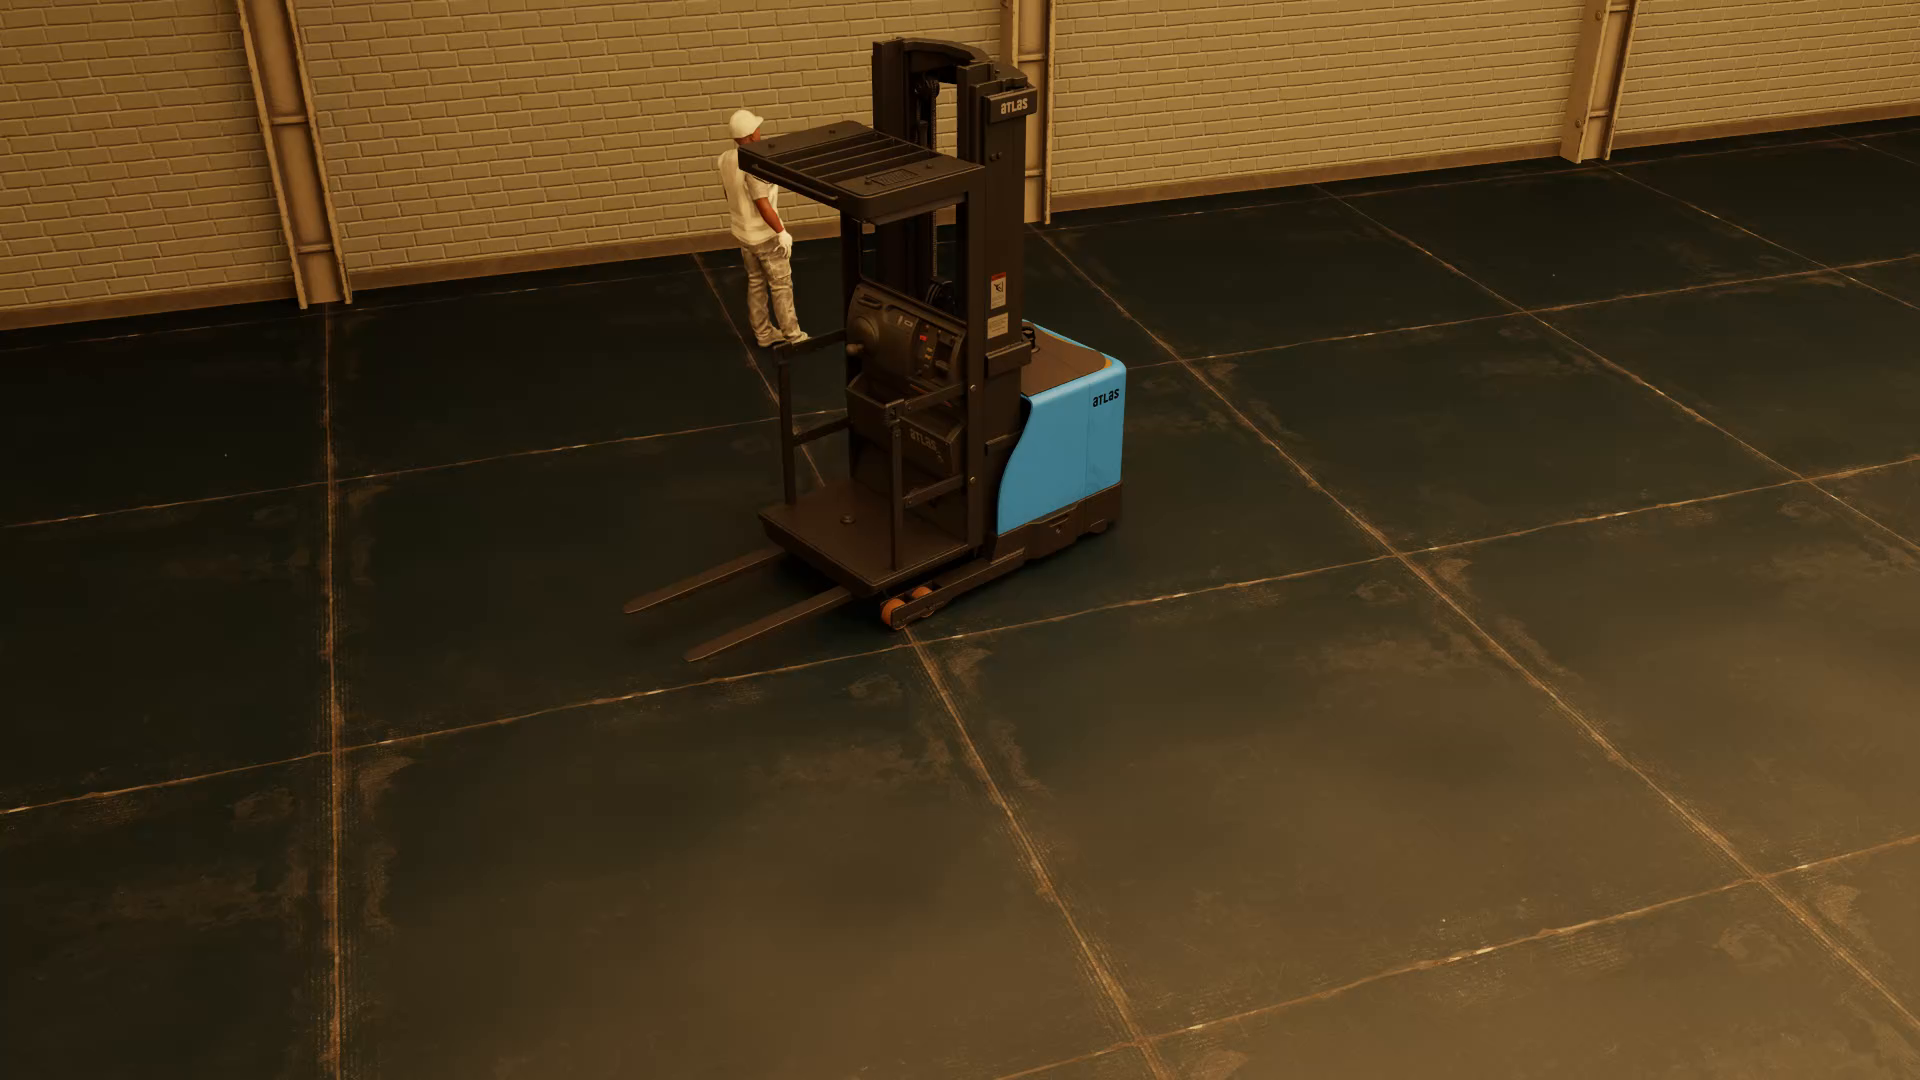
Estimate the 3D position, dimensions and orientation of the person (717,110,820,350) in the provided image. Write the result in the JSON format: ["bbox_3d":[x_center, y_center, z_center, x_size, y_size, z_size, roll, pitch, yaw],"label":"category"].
[{"bbox_3d":[-1.401,-2.266,12.162,0.579,1.781,0.656,-20,35,-31],"label":"person"}]

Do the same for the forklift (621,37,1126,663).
[{"bbox_3d":[-0.461,-1.072,8.951,3.031,2.935,1.130,-23,37,-34],"label":"forklift"}]
